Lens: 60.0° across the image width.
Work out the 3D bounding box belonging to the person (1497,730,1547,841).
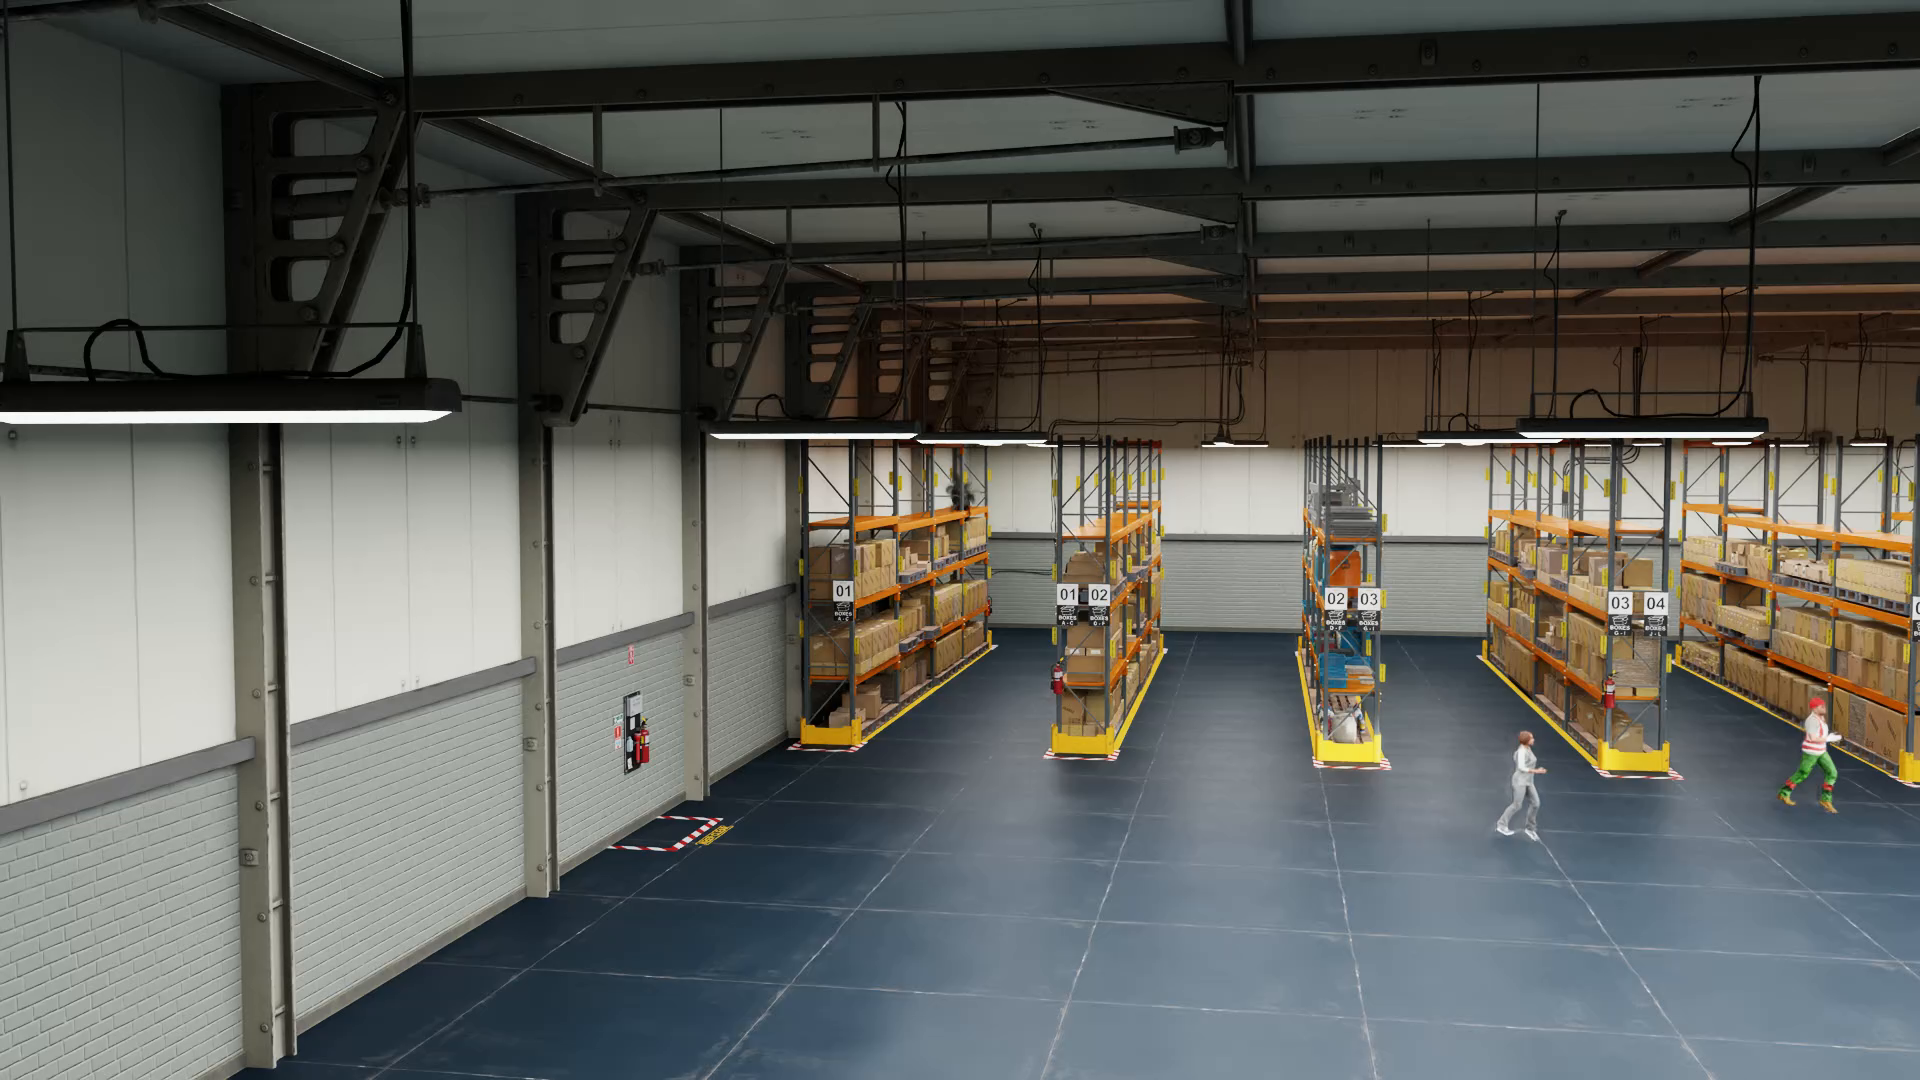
[{"bbox_3d":[8.256,3.611,24.398,0.707,1.662,0.559,2,4,34],"label":"person"}]

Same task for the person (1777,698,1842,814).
[{"bbox_3d":[13.523,3.400,26.392,0.675,1.829,0.925,-3,4,-42],"label":"person"}]

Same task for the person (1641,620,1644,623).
[{"bbox_3d":[17.484,2.620,42.121,0.582,1.729,0.741,1,3,13],"label":"person"}]

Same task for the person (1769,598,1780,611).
[{"bbox_3d":[22.195,2.420,45.483,0.663,1.716,0.636,1,3,17],"label":"person"}]
